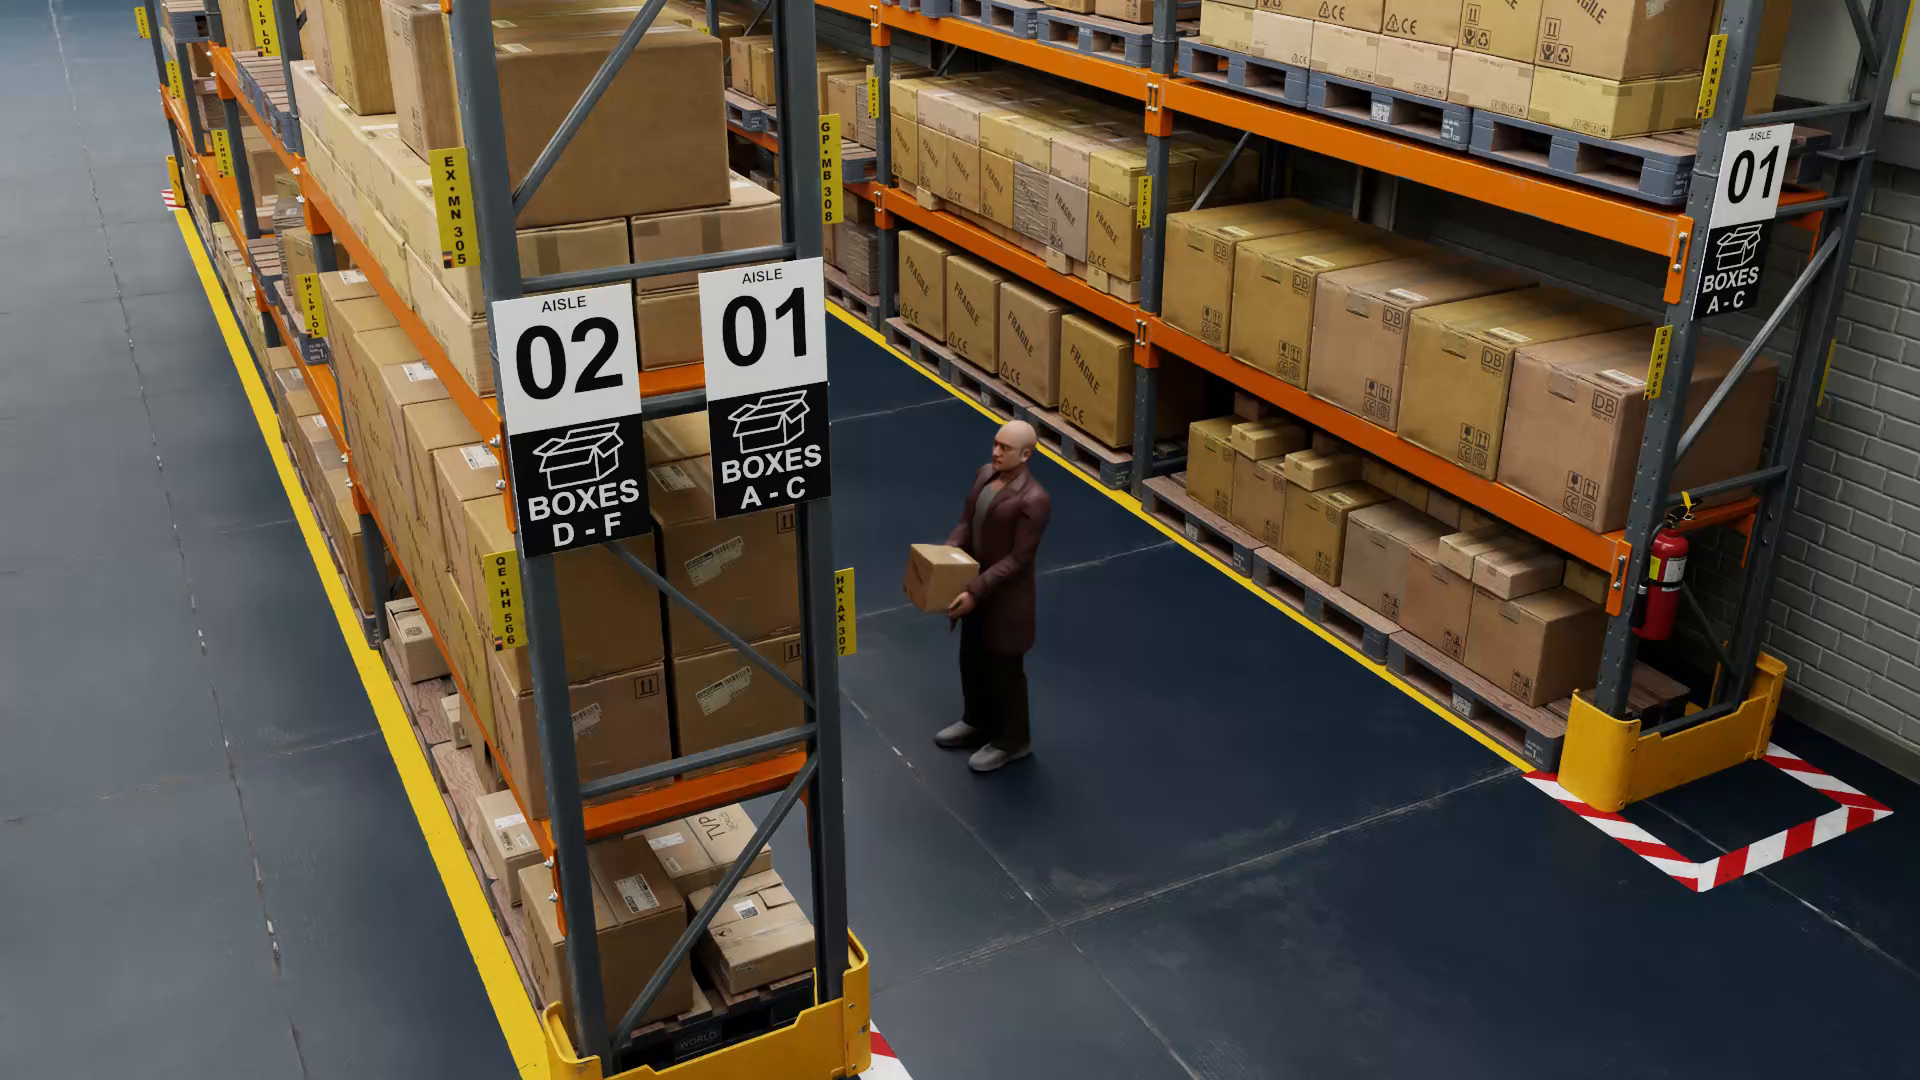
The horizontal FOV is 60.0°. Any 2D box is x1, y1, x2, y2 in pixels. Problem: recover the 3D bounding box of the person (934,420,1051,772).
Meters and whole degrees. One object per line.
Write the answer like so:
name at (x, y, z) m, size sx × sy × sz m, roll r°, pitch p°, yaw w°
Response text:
person at (0.104, 0.286, 8.014) m, size 0.553 × 1.778 × 0.541 m, roll -16°, pitch 29°, yaw -30°
